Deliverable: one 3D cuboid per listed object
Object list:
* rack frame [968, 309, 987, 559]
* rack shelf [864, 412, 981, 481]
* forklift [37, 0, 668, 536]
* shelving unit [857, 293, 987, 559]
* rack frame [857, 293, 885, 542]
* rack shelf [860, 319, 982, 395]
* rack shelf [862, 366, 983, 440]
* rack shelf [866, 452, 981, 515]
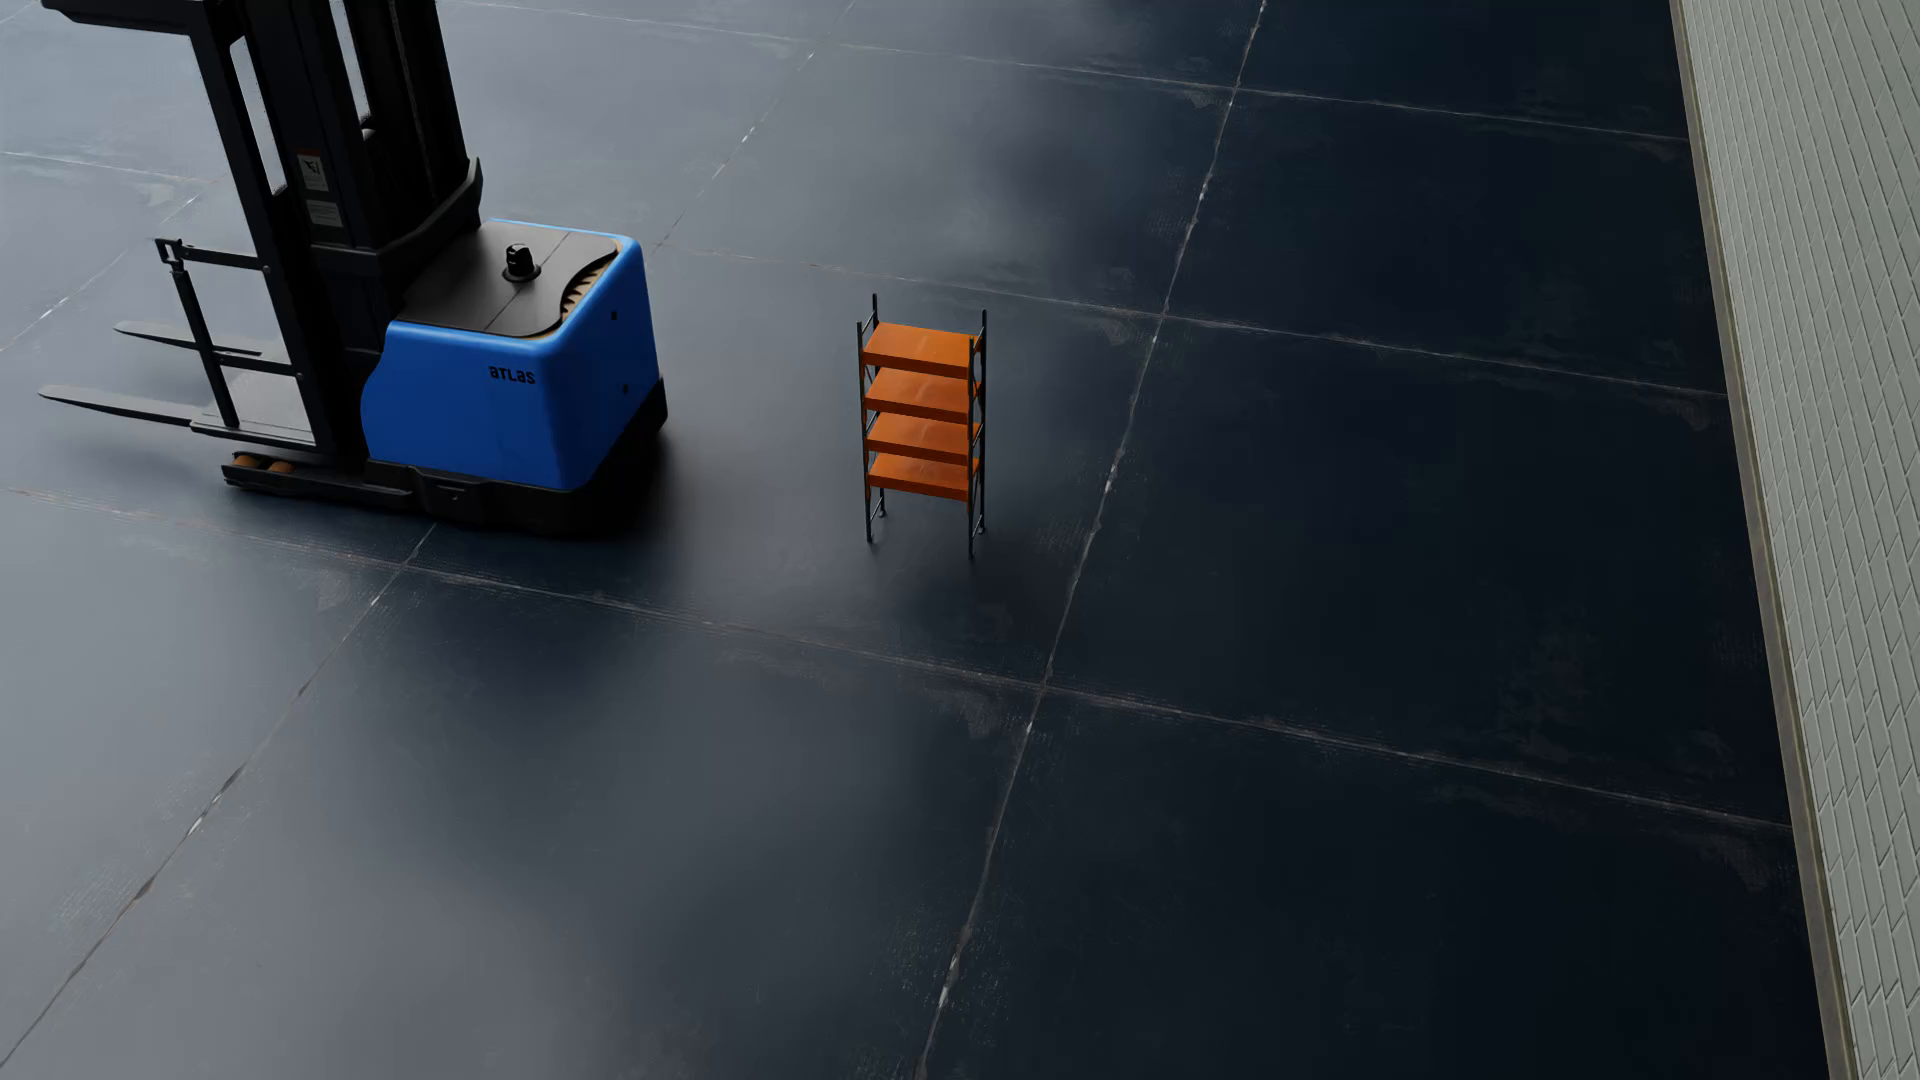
[{"bbox_3d":[0.076,-0.446,7.349,0.015,1.200,0.240,10,41,11],"label":"rack frame"},{"bbox_3d":[-0.160,-0.435,7.440,0.480,0.148,0.258,10,41,11],"label":"rack shelf"},{"bbox_3d":[-3.046,-1.652,7.438,3.031,2.935,1.130,9,41,11],"label":"forklift"},{"bbox_3d":[-0.160,-0.487,7.397,0.503,1.200,0.258,10,41,11],"label":"shelving unit"},{"bbox_3d":[-0.396,-0.528,7.445,0.015,1.200,0.240,10,41,11],"label":"rack frame"},{"bbox_3d":[-0.160,-0.788,7.144,0.480,0.148,0.258,10,41,11],"label":"rack shelf"},{"bbox_3d":[-0.160,-0.607,7.296,0.480,0.148,0.258,10,41,11],"label":"rack shelf"},{"bbox_3d":[-0.160,-0.283,7.568,0.480,0.148,0.258,10,41,11],"label":"rack shelf"}]
